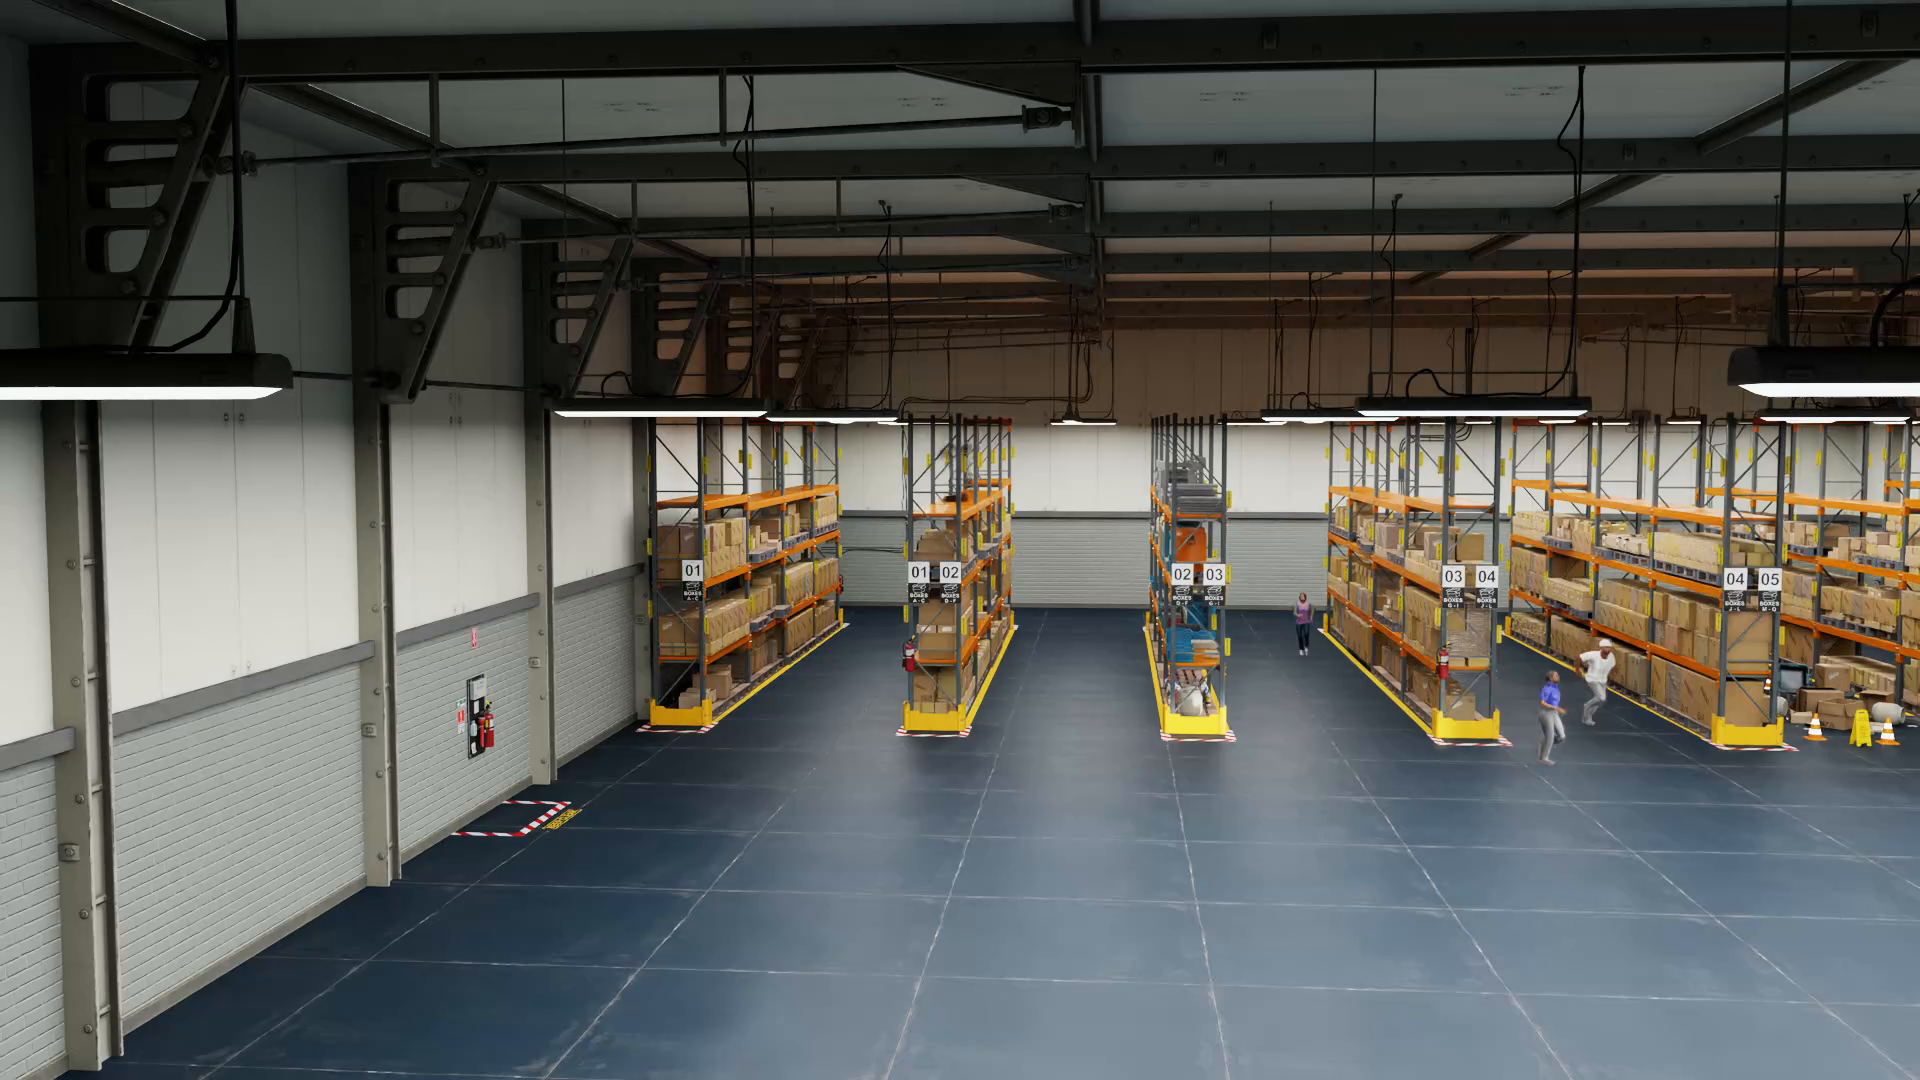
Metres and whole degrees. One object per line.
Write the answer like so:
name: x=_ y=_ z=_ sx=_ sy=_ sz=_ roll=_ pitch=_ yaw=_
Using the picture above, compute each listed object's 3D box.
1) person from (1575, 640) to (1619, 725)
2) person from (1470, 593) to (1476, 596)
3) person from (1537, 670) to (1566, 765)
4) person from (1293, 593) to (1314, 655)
person: x=12.251 y=2.731 z=31.890 sx=0.683 sy=1.679 sz=0.778 roll=-2 pitch=4 yaw=-24
person: x=14.053 y=1.799 z=45.531 sx=0.668 sy=1.741 sz=0.969 roll=2 pitch=4 yaw=25
person: x=10.068 y=3.020 z=28.273 sx=0.553 sy=1.613 sz=0.564 roll=3 pitch=5 yaw=42
person: x=8.631 y=2.108 z=41.787 sx=0.511 sy=1.570 sz=0.636 roll=1 pitch=4 yaw=13
